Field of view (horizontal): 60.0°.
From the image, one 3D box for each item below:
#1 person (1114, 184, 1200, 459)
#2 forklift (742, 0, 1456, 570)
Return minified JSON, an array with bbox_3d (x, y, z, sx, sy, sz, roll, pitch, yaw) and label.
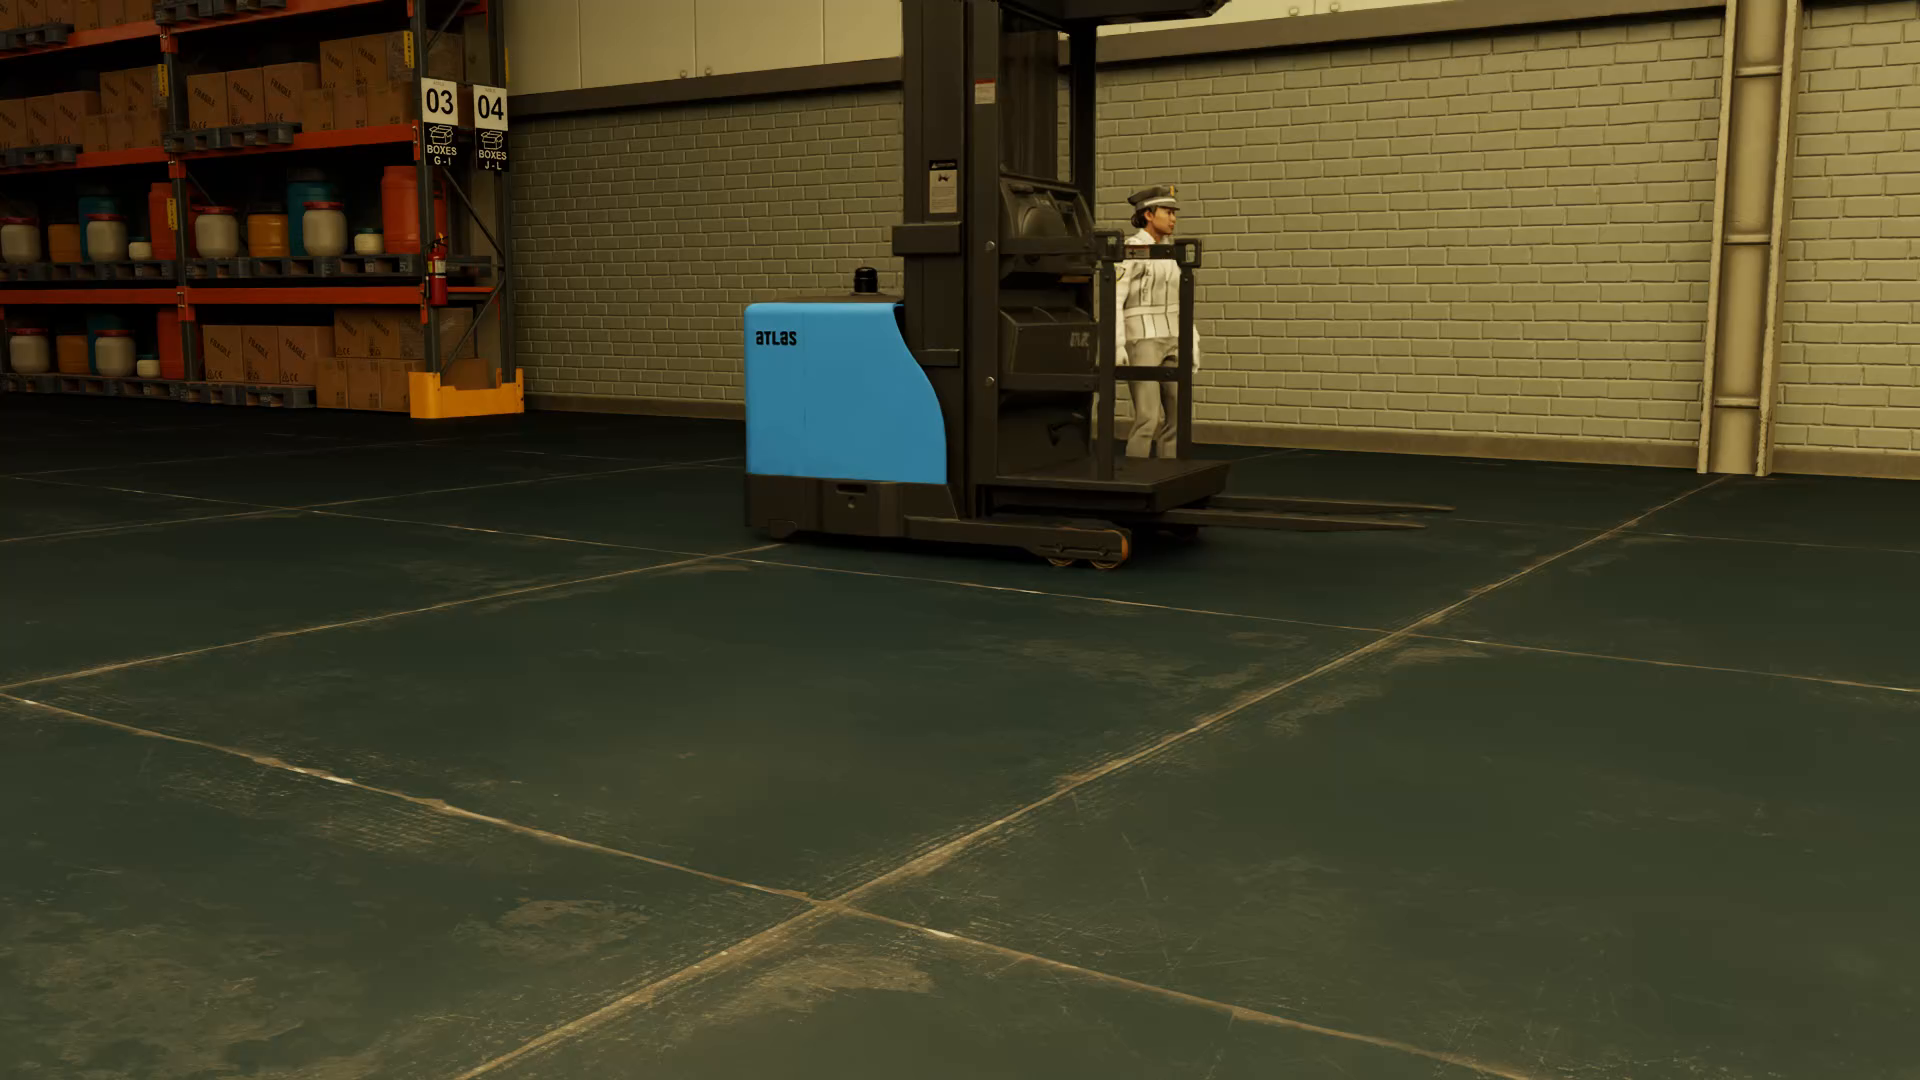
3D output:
[{"bbox_3d":[1.036,-0.997,8.655,0.624,1.681,0.403,-8,11,-43],"label":"person"},{"bbox_3d":[0.569,-1.415,7.143,3.031,2.935,1.130,4,9,26],"label":"forklift"}]
